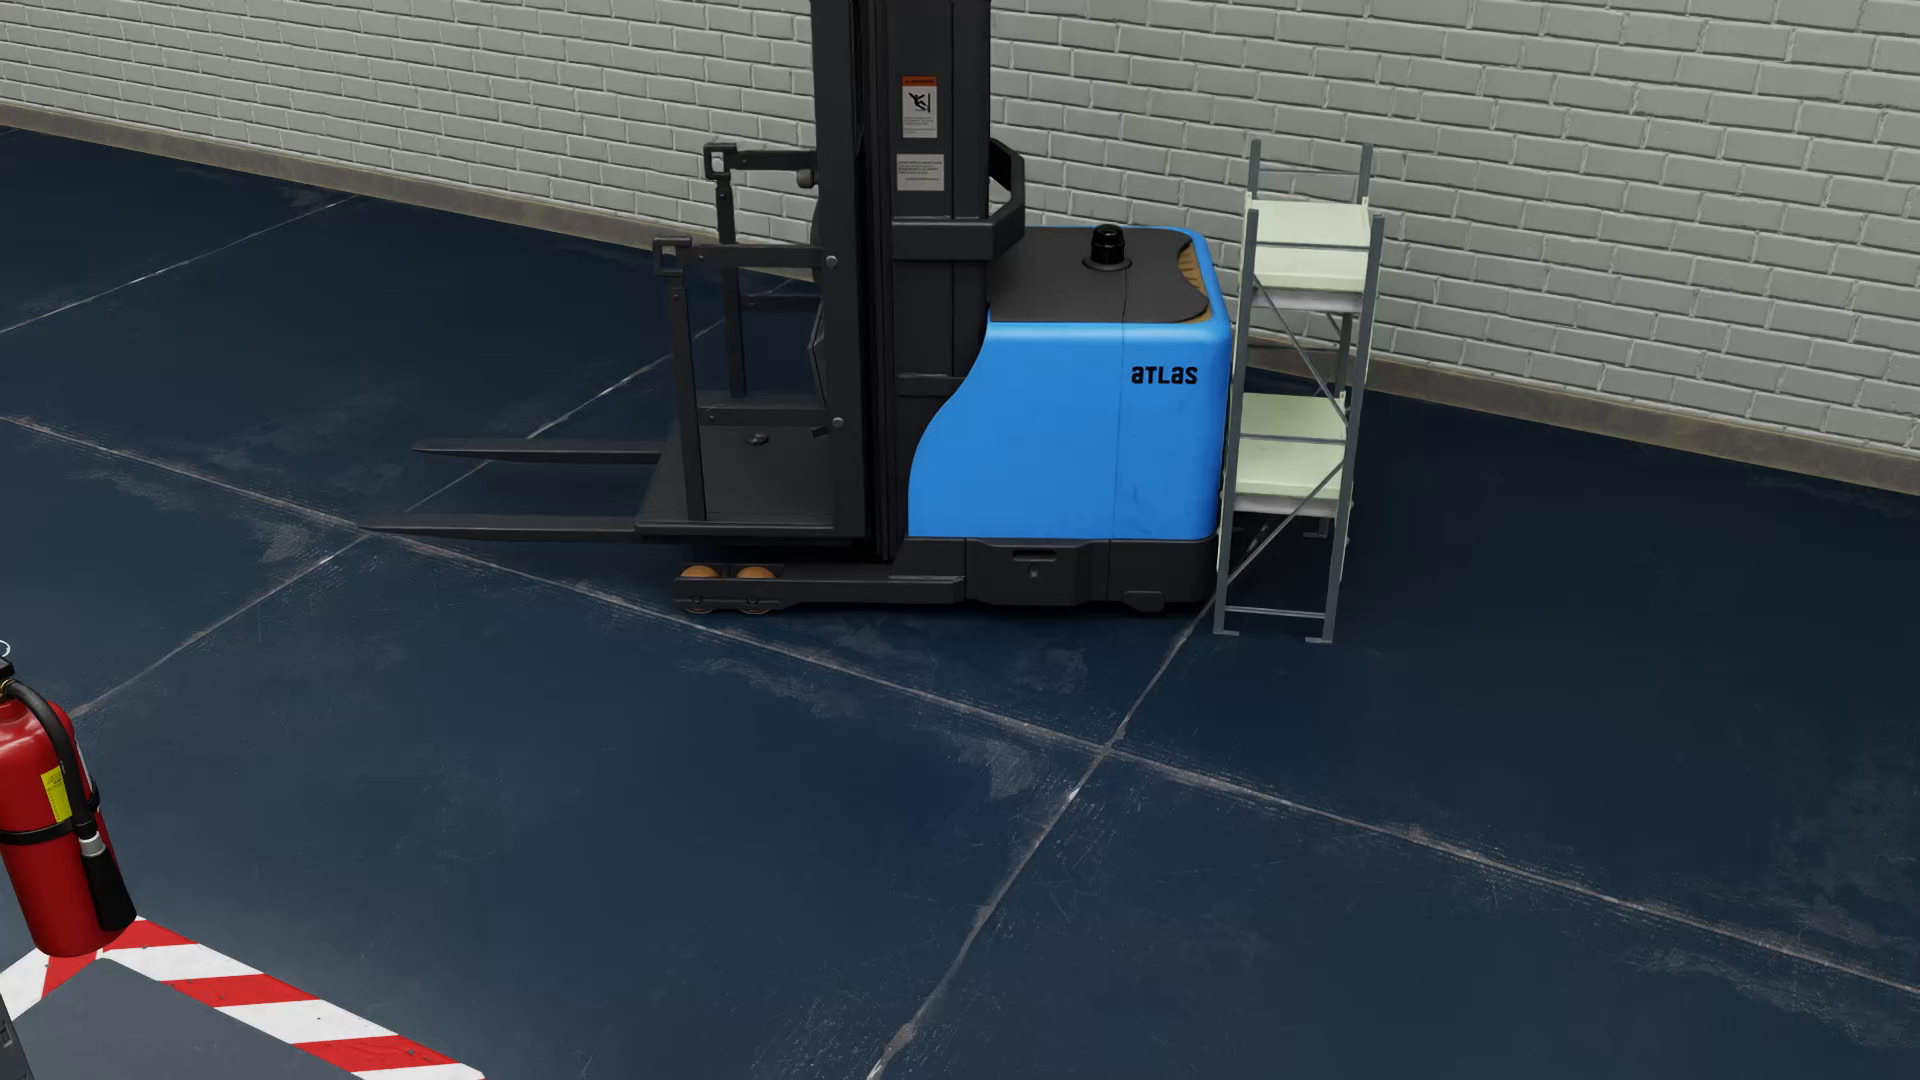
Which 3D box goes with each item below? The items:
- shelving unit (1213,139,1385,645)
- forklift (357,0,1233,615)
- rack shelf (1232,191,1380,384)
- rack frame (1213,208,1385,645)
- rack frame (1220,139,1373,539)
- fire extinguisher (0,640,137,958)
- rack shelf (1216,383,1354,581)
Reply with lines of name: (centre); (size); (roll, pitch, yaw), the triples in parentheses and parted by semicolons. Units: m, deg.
shelving unit: (1.119, -0.497, 5.607); (0.431, 1.500, 0.755); (4, 30, 8)
forklift: (-0.614, -1.273, 5.523); (3.031, 2.935, 1.130); (1, 30, 1)
rack shelf: (1.116, -0.836, 5.413); (0.431, 0.370, 0.720); (4, 30, 8)
rack frame: (1.059, -0.318, 5.294); (0.400, 1.500, 0.023); (4, 30, 8)
rack frame: (1.180, -0.677, 5.920); (0.400, 1.500, 0.023); (4, 30, 8)
fire extinguisher: (-1.635, 0.432, 2.938); (0.296, 0.674, 0.183); (14, 33, 23)
rack shelf: (1.121, -0.214, 5.769); (0.431, 0.370, 0.720); (4, 30, 8)
